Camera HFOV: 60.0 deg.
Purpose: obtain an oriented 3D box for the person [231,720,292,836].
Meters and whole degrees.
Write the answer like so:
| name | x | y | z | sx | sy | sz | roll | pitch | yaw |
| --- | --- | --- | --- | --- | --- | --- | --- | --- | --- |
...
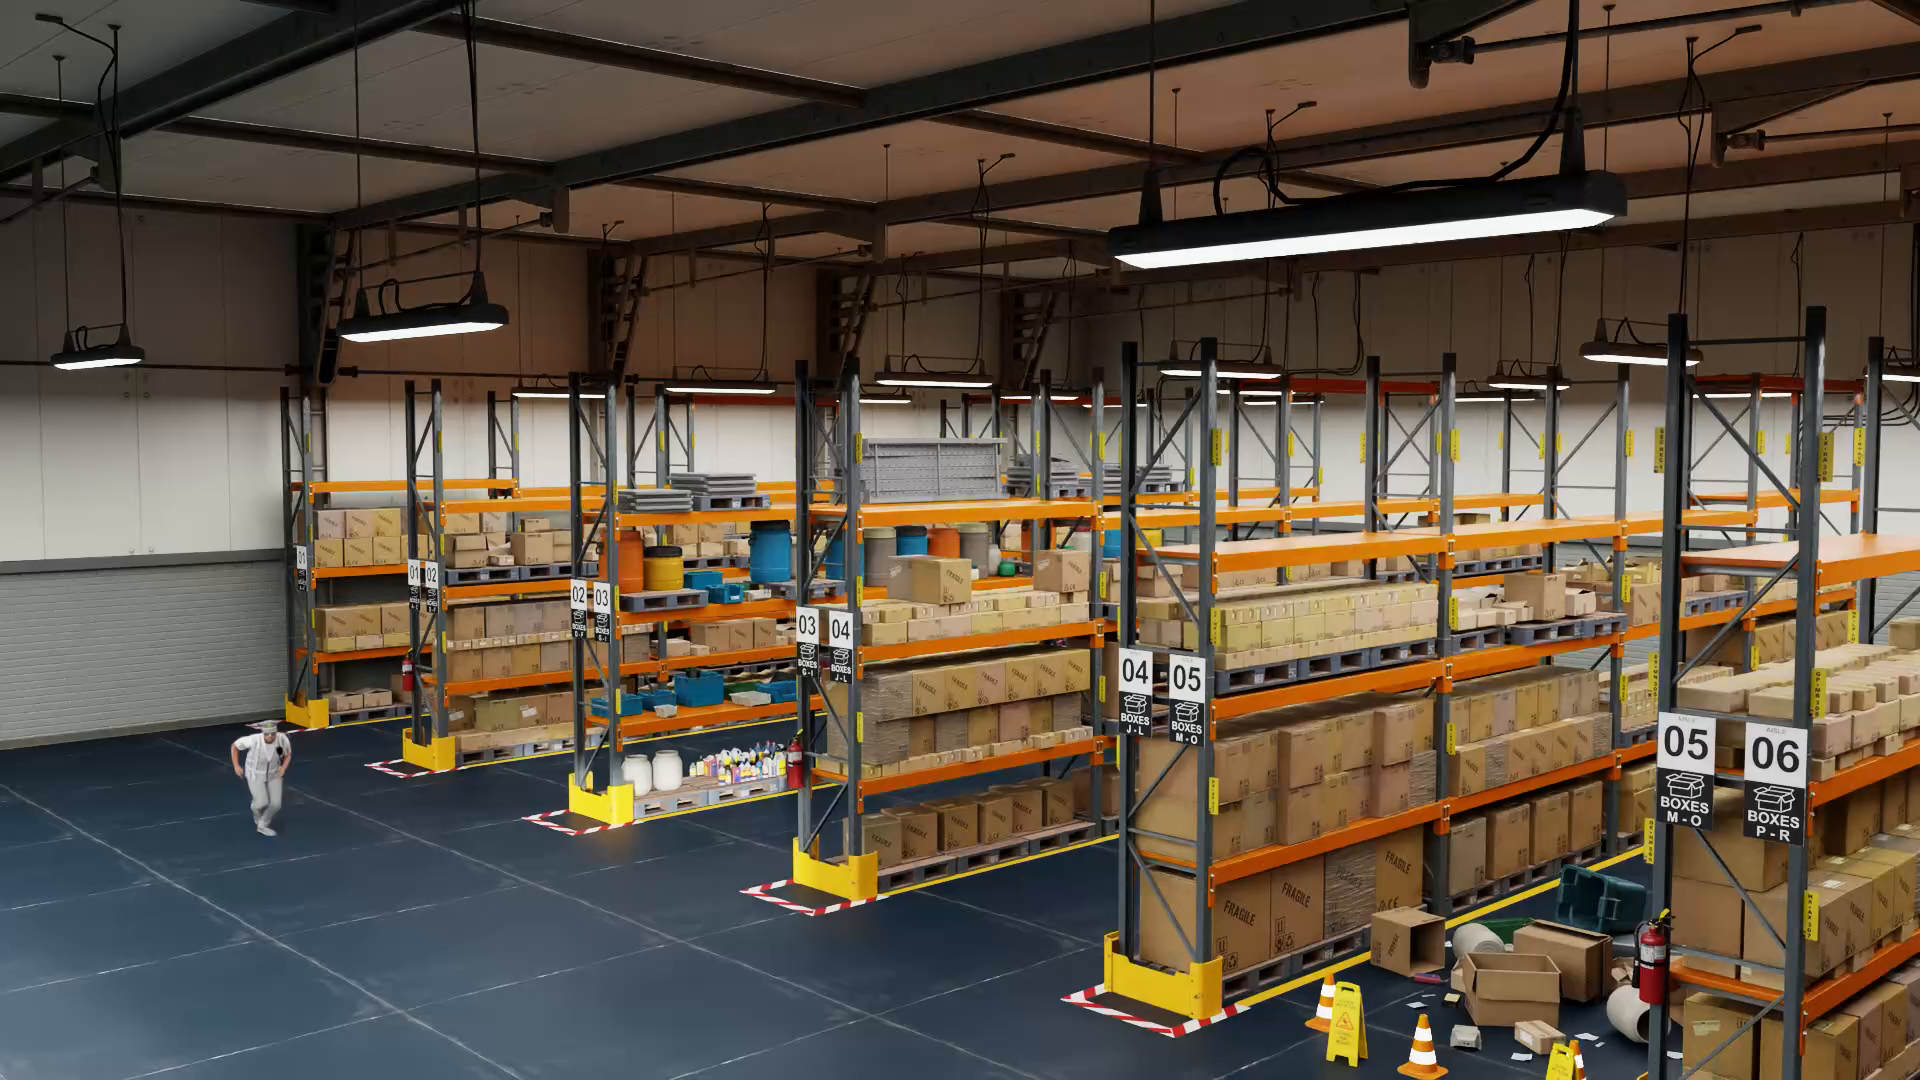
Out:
| name | x | y | z | sx | sy | sz | roll | pitch | yaw |
| --- | --- | --- | --- | --- | --- | --- | --- | --- | --- |
| person | -8.881 | 3.040 | 21.173 | 0.689 | 1.560 | 0.816 | -3 | 5 | -36 |

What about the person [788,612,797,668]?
| name | x | y | z | sx | sy | sz | roll | pitch | yaw |
| --- | --- | --- | --- | --- | --- | --- | --- | --- | --- |
| person | -3.178 | 2.240 | 32.997 | 0.589 | 1.659 | 0.943 | 2 | 4 | 34 |
